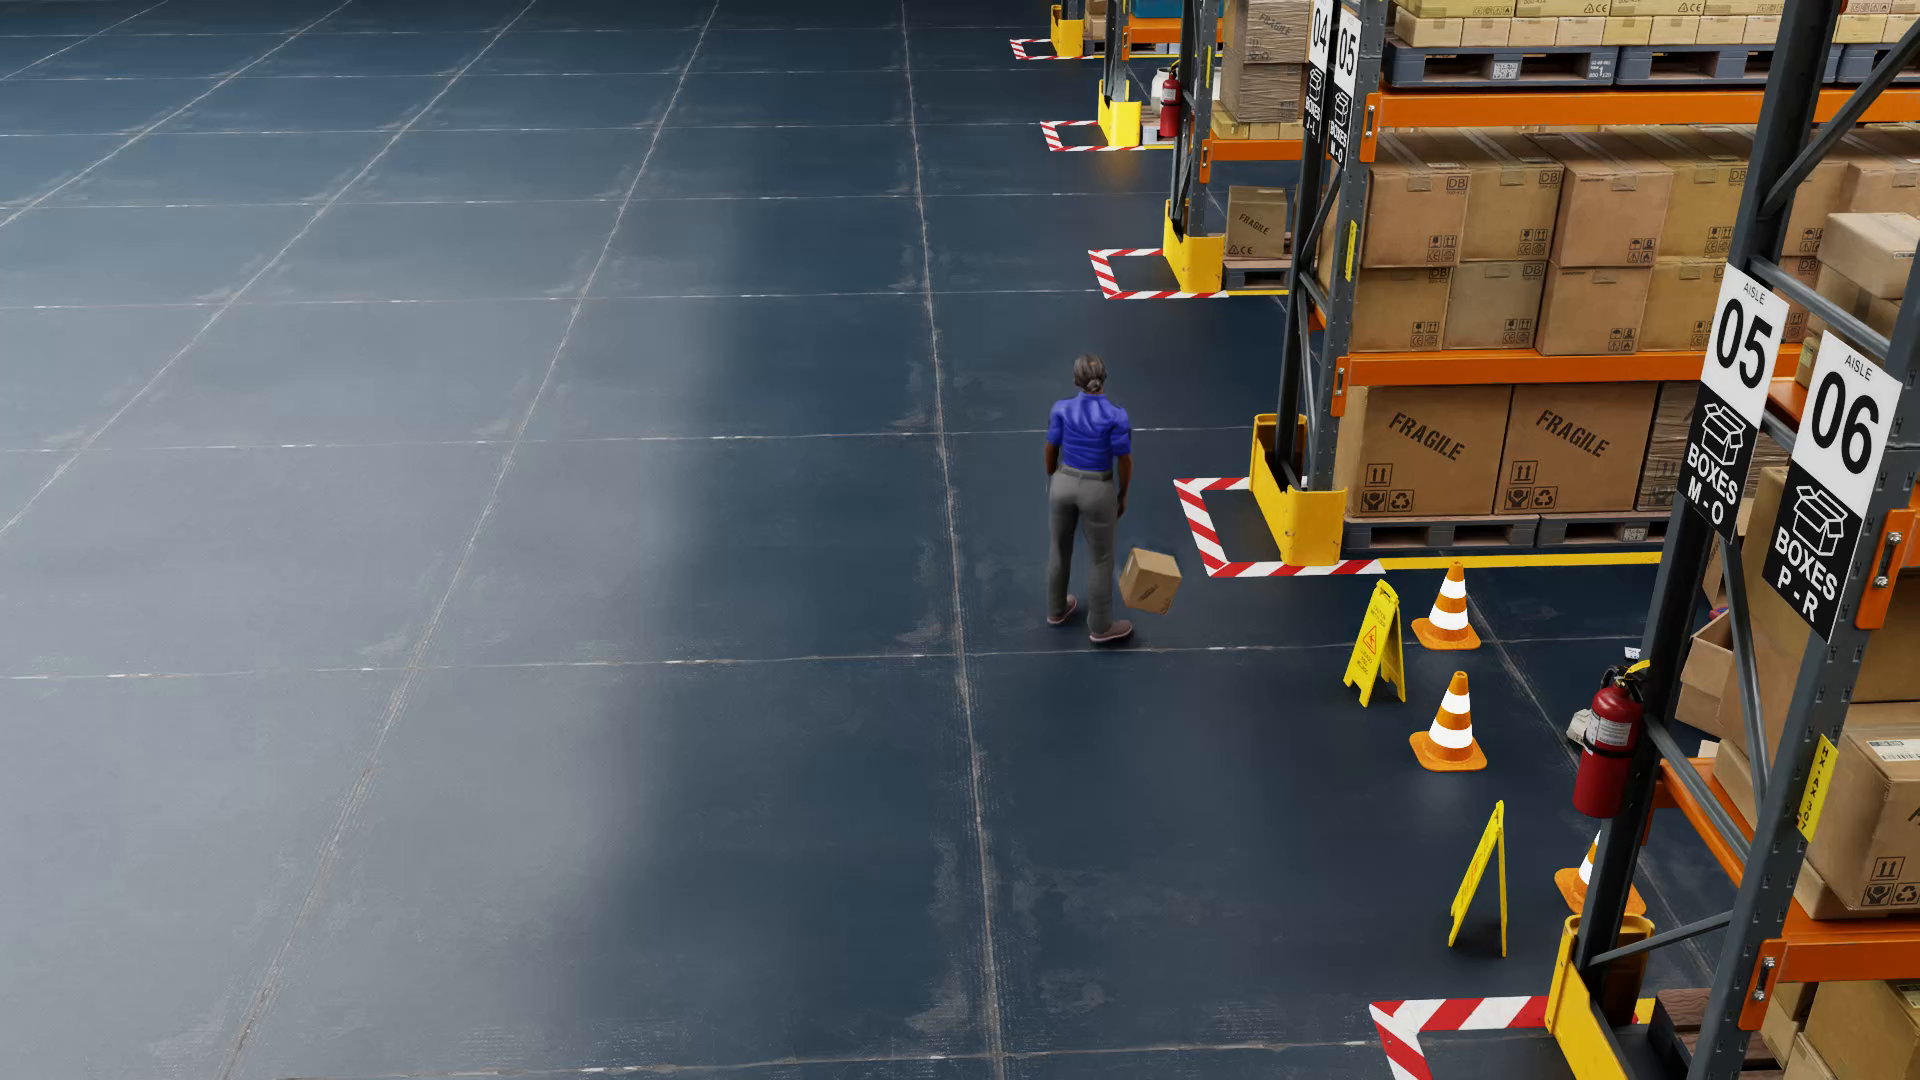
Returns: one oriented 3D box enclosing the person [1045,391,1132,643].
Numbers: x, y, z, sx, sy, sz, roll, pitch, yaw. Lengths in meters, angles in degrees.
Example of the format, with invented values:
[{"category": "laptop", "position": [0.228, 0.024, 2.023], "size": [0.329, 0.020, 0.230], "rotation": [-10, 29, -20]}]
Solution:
[{"category": "person", "position": [0.722, -0.158, 9.091], "size": [0.506, 1.465, 0.403], "rotation": [9, 29, 16]}]
